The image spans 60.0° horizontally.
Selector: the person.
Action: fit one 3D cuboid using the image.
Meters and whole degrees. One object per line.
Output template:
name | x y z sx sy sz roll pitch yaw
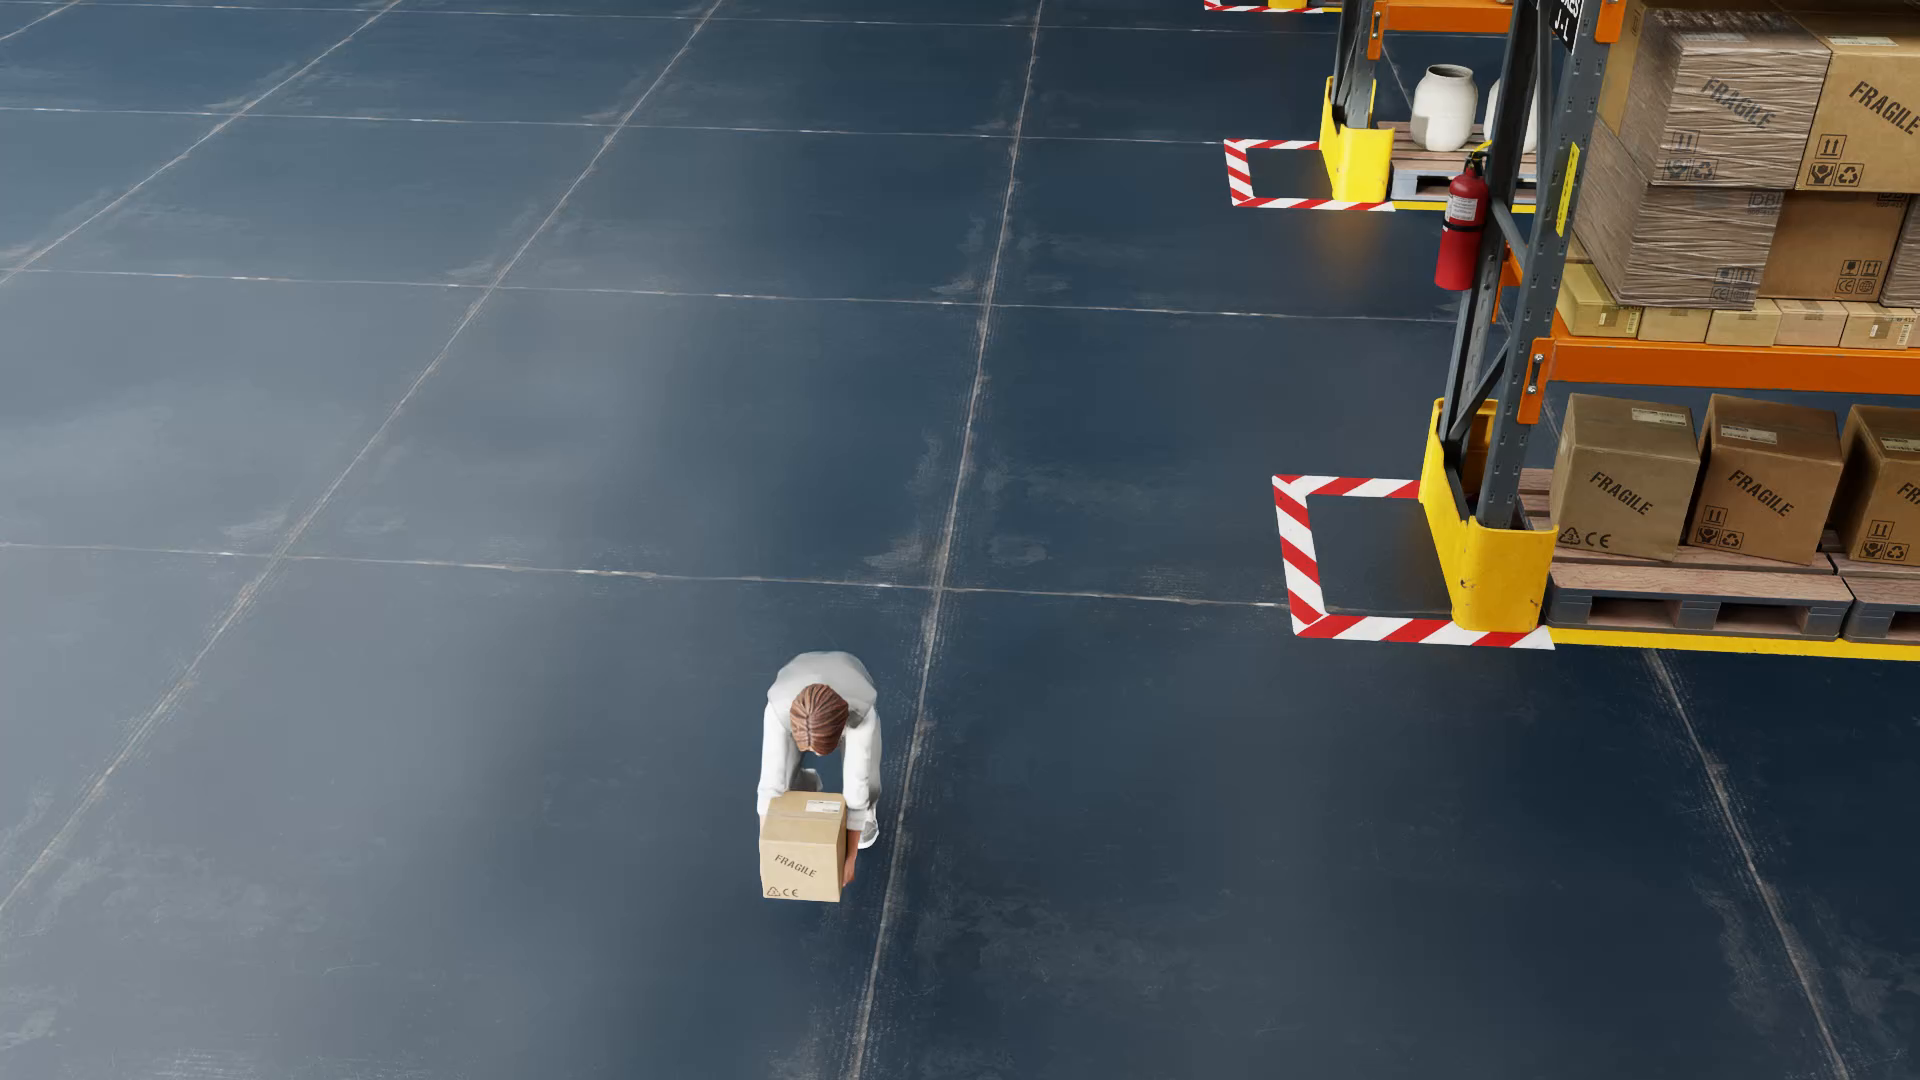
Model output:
person | -0.472 0.723 5.669 0.420 0.895 0.835 2 32 3
